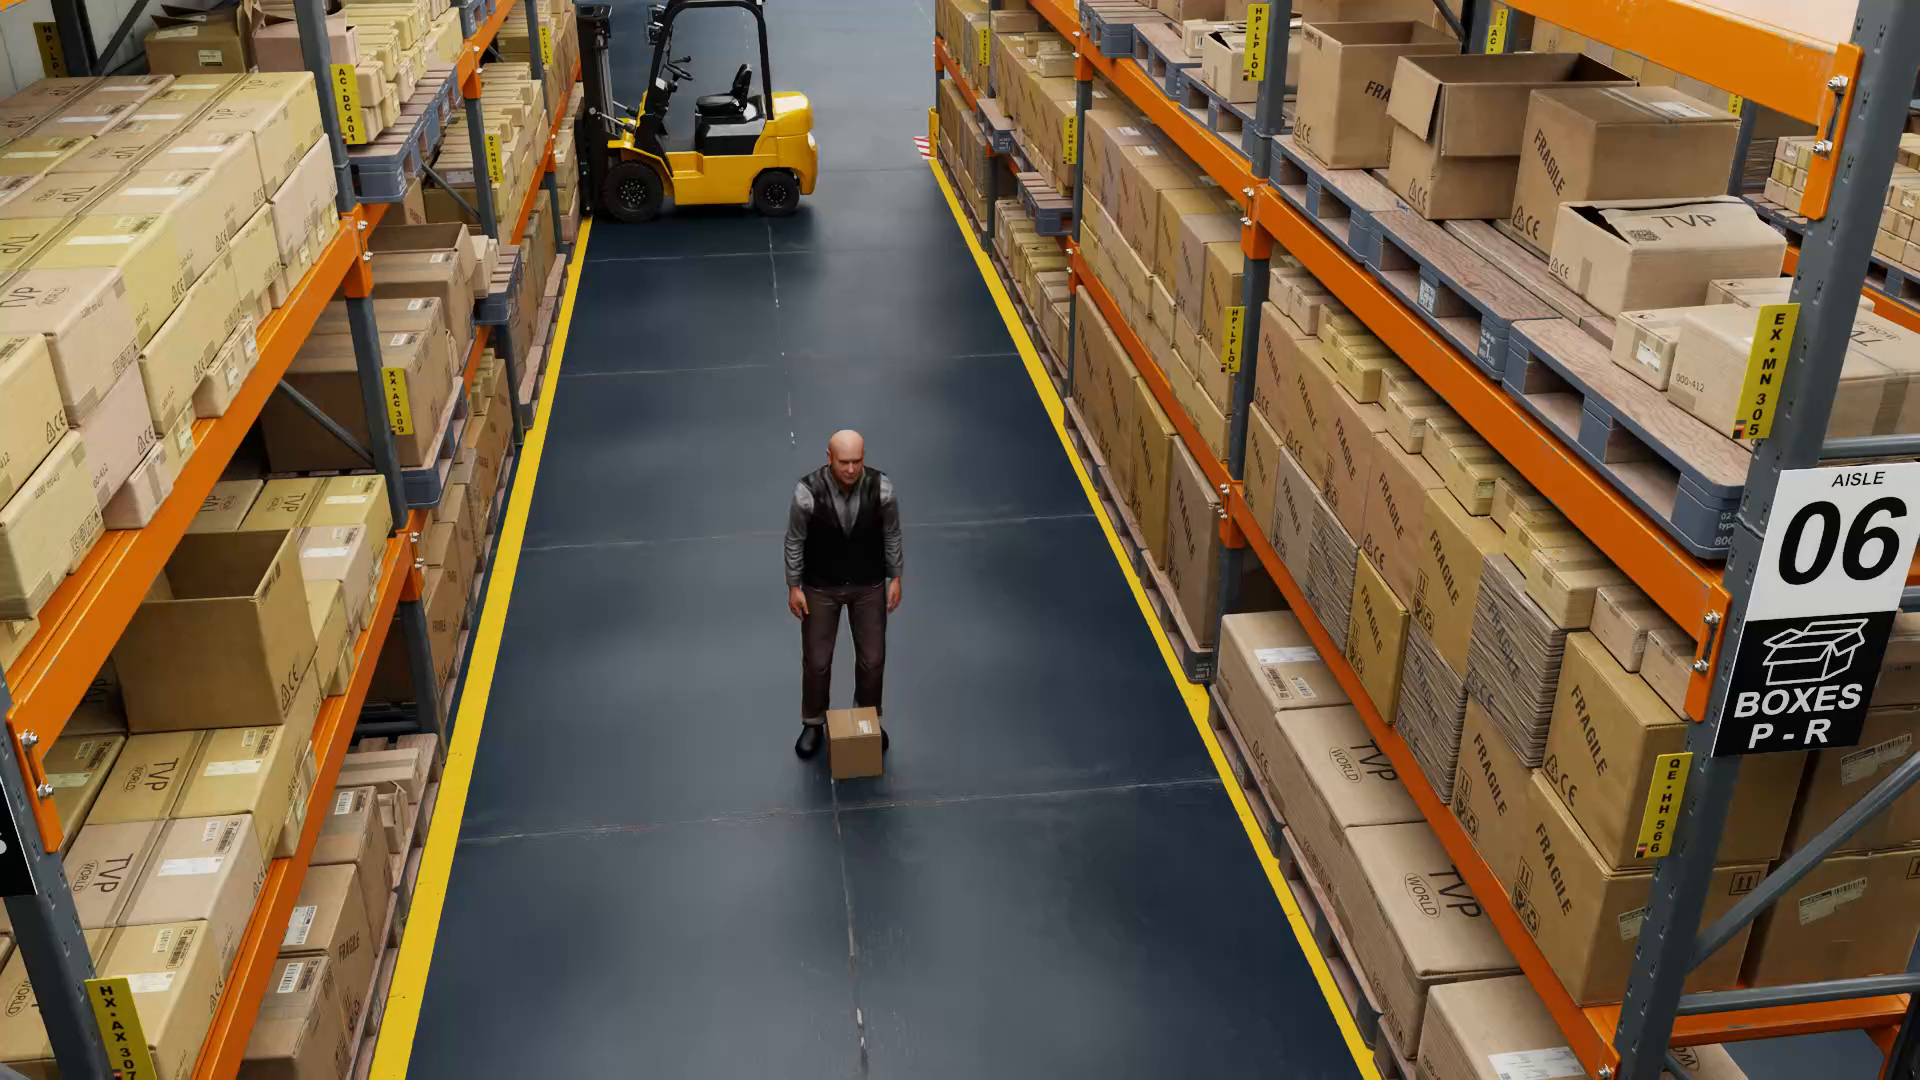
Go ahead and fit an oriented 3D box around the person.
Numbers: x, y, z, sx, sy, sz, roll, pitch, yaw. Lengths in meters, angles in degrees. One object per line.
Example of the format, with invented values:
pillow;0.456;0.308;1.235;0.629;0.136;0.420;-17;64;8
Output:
person;-0.564;0.240;8.173;0.590;1.720;0.376;-5;27;-10
